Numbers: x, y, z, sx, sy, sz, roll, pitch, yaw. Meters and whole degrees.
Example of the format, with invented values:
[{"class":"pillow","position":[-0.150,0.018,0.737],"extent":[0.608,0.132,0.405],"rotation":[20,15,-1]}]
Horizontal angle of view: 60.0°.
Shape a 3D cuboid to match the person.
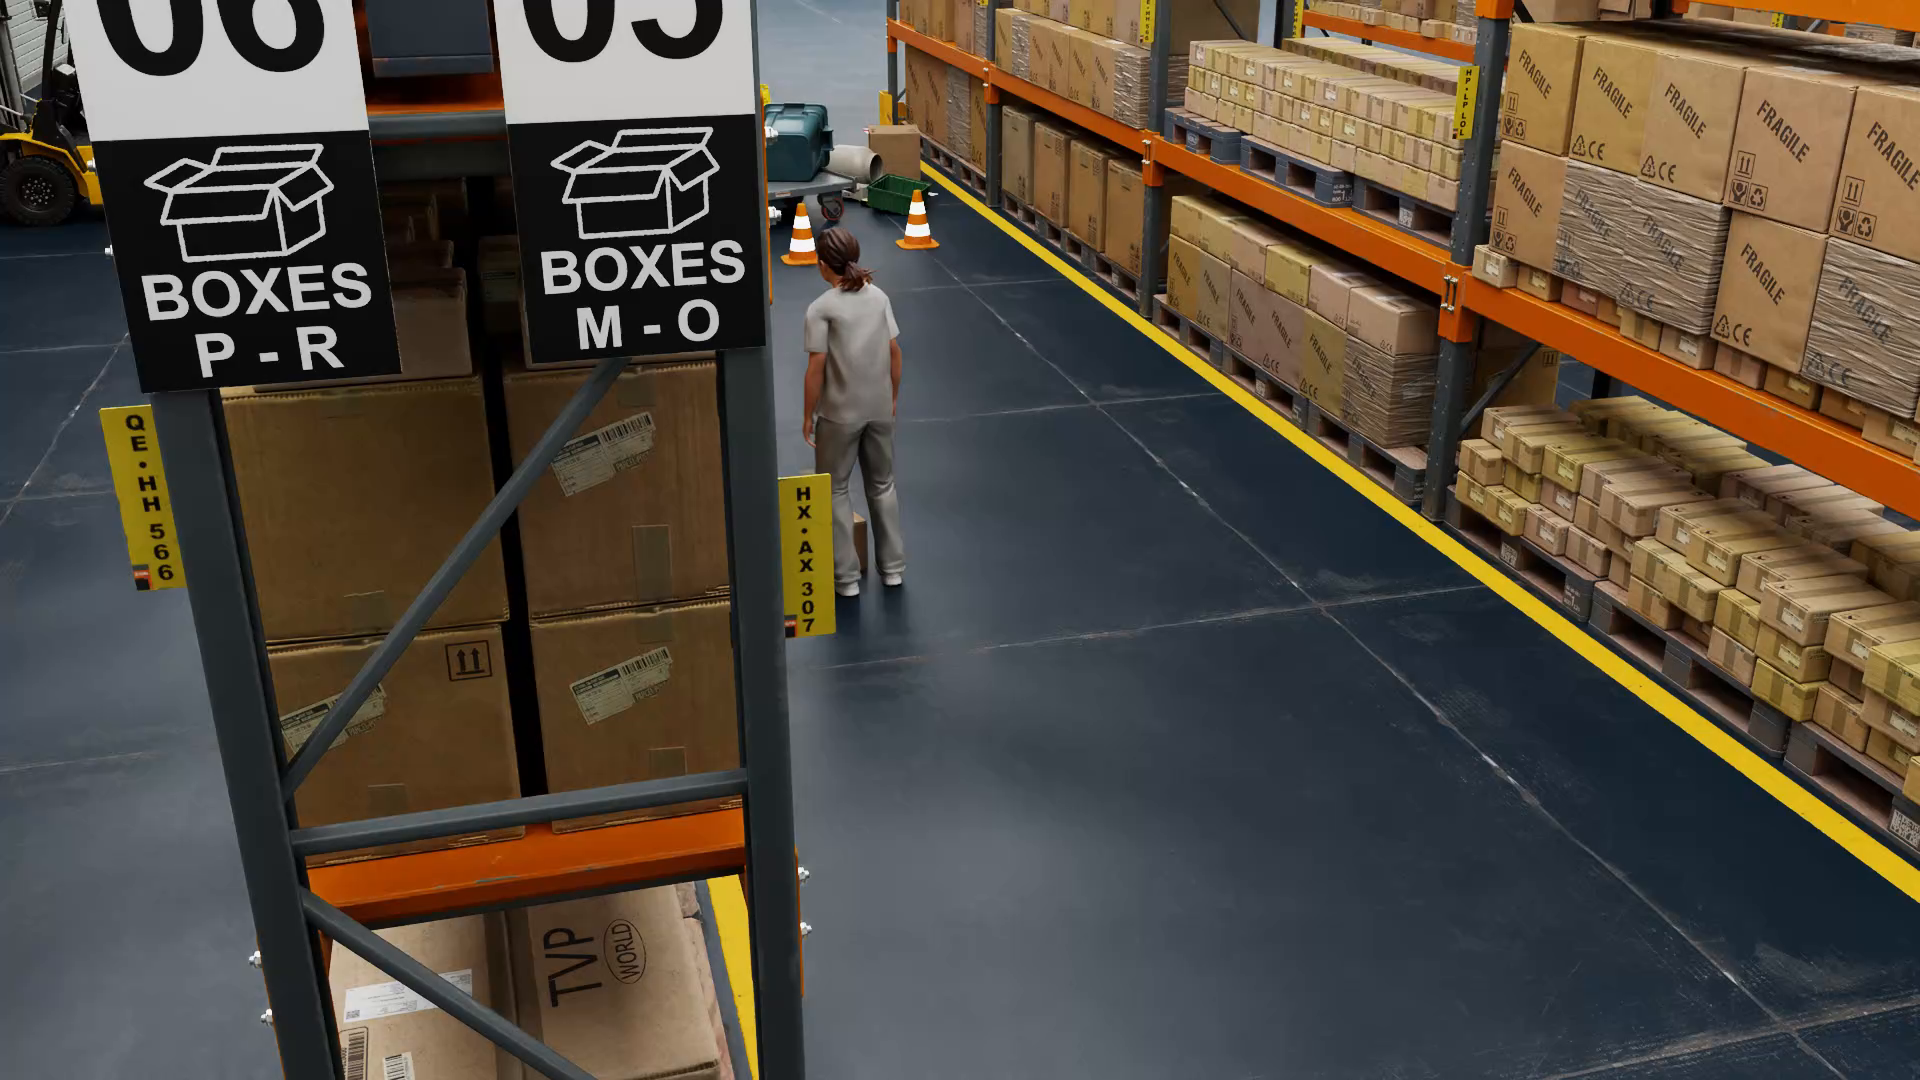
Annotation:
[{"class":"person","position":[-0.477,-0.564,7.426],"extent":[0.508,1.671,0.362],"rotation":[-14,27,-29]}]
